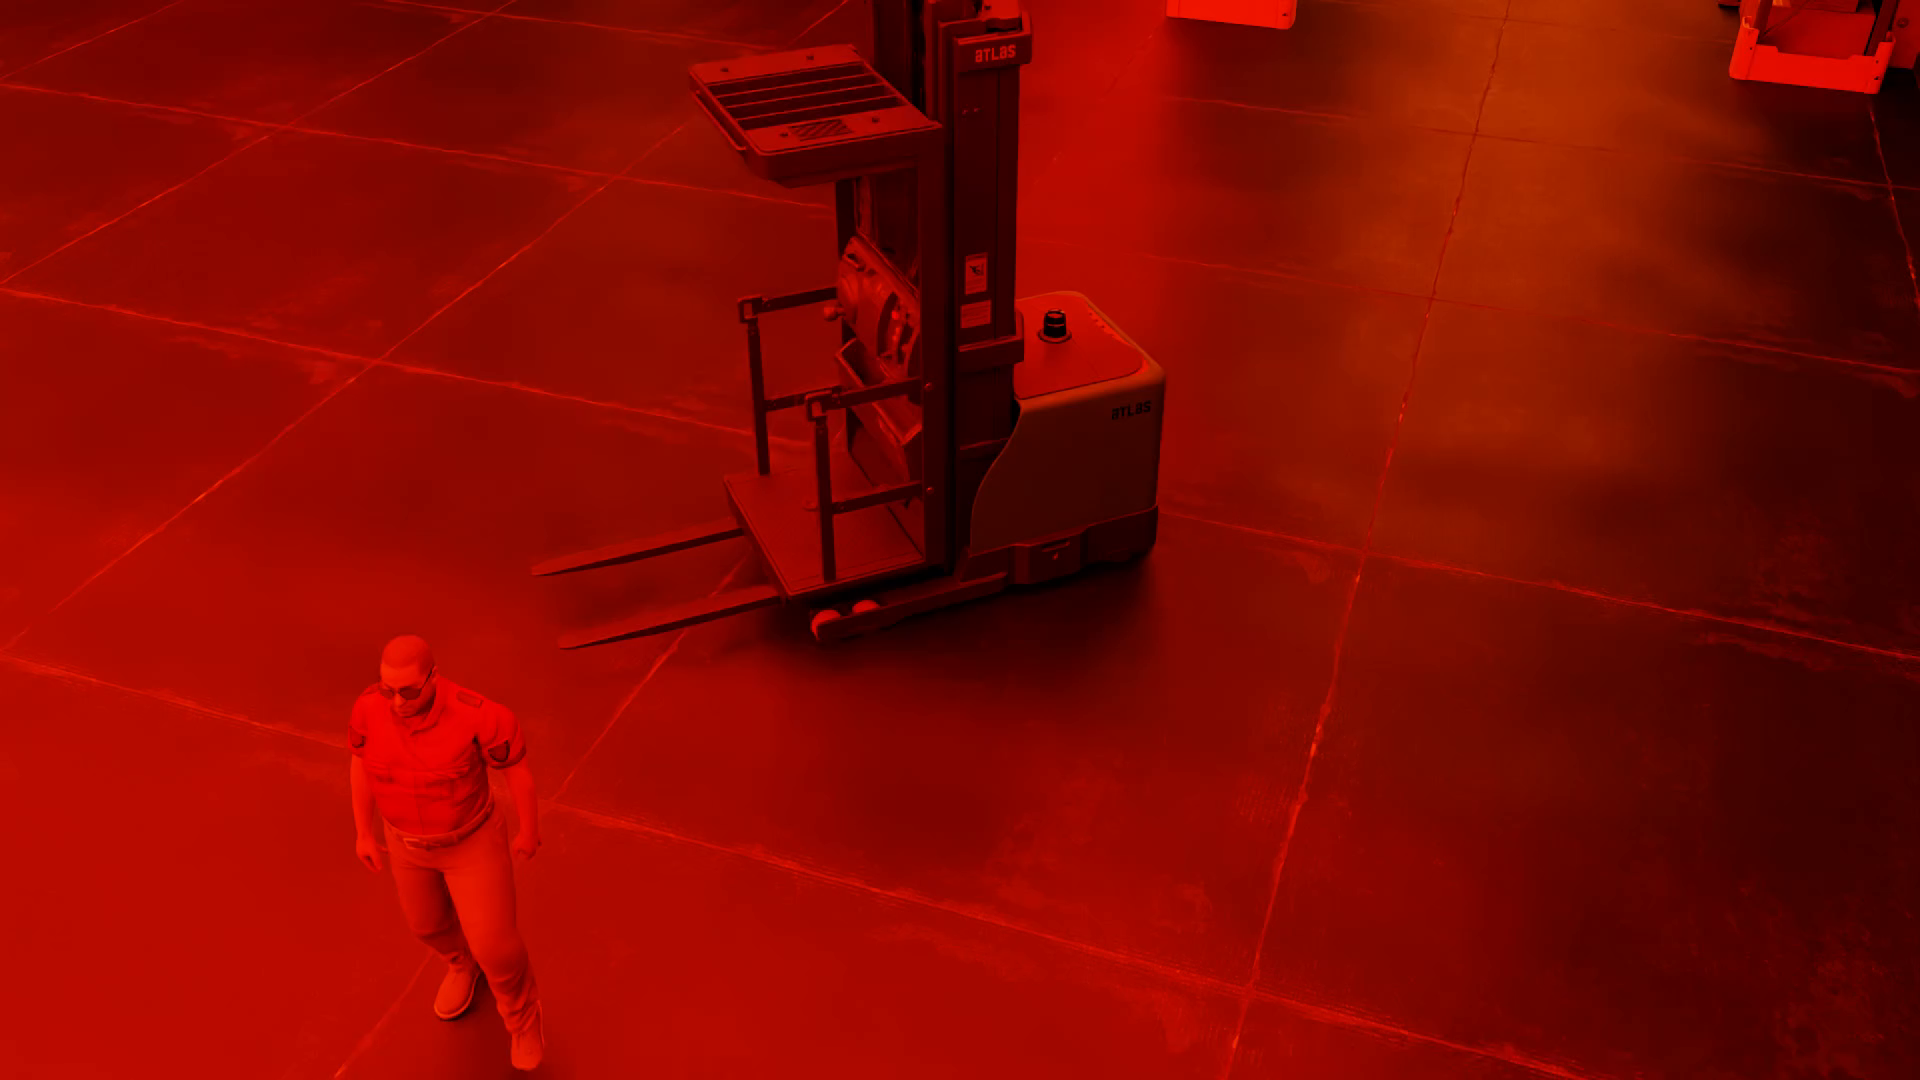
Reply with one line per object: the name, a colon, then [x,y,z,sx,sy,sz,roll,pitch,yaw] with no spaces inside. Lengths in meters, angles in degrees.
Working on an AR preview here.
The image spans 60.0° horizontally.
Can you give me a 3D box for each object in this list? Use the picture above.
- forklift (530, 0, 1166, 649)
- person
forklift: [-0.564,-1.044,7.583,3.031,2.935,1.130,-14,38,-19]
person: [-1.779,1.083,5.696,0.627,1.779,0.531,5,36,8]
